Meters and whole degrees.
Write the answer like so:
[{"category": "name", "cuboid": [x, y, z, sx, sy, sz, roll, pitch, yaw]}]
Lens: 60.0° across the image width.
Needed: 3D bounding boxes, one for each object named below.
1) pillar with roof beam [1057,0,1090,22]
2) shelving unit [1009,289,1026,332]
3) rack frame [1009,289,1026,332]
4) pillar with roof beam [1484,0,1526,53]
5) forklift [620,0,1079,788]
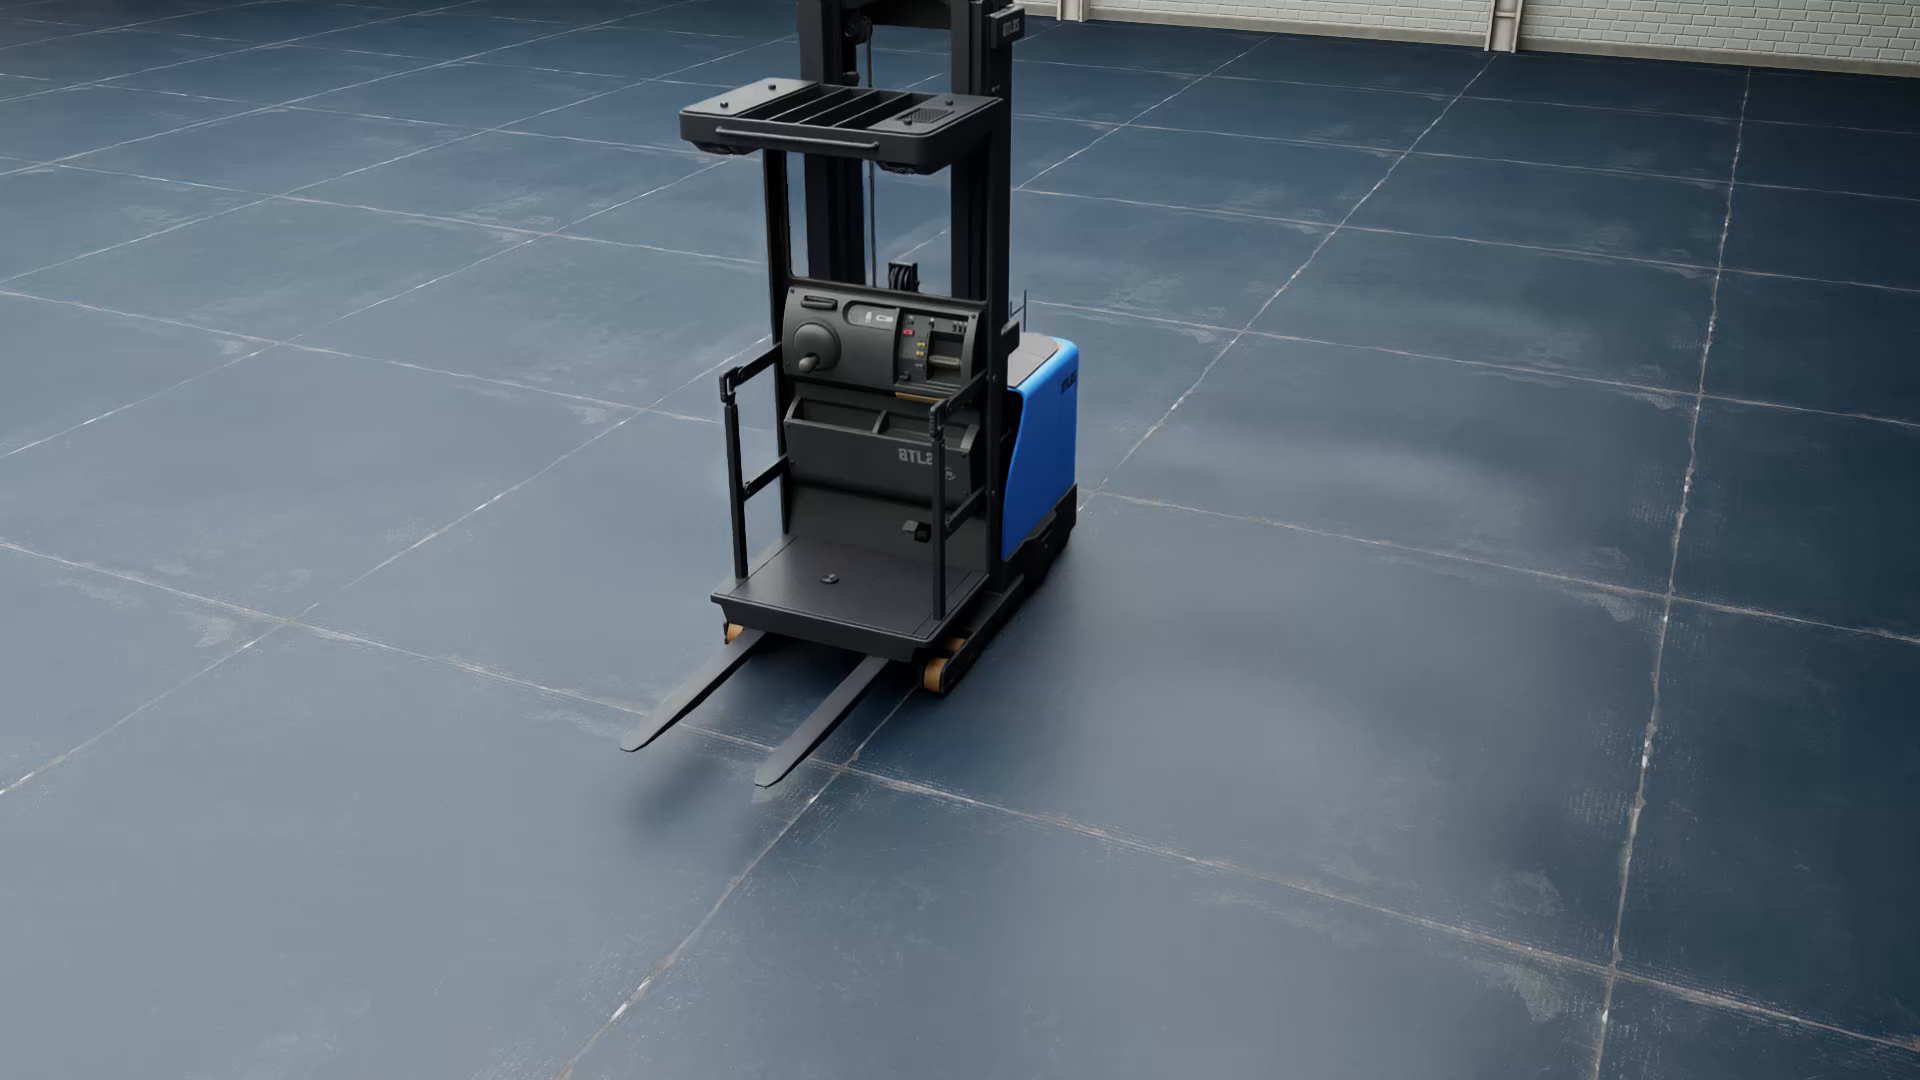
[{"category": "pillar with roof beam", "cuboid": [-0.144, -9.832, 18.533, 0.400, 9.000, 9.100, 11, 28, 22]}, {"category": "shelving unit", "cuboid": [0.215, -0.743, 8.902, 0.189, 1.200, 0.258, 10, 28, 20]}, {"category": "rack frame", "cuboid": [0.300, -0.728, 8.871, 0.006, 1.200, 0.240, 10, 28, 20]}, {"category": "pillar with roof beam", "cuboid": [5.317, -8.735, 16.305, 0.400, 9.000, 9.100, 11, 28, 22]}, {"category": "forklift", "cuboid": [-0.439, -0.847, 7.152, 1.130, 2.935, 3.031, 11, 28, 21]}]
